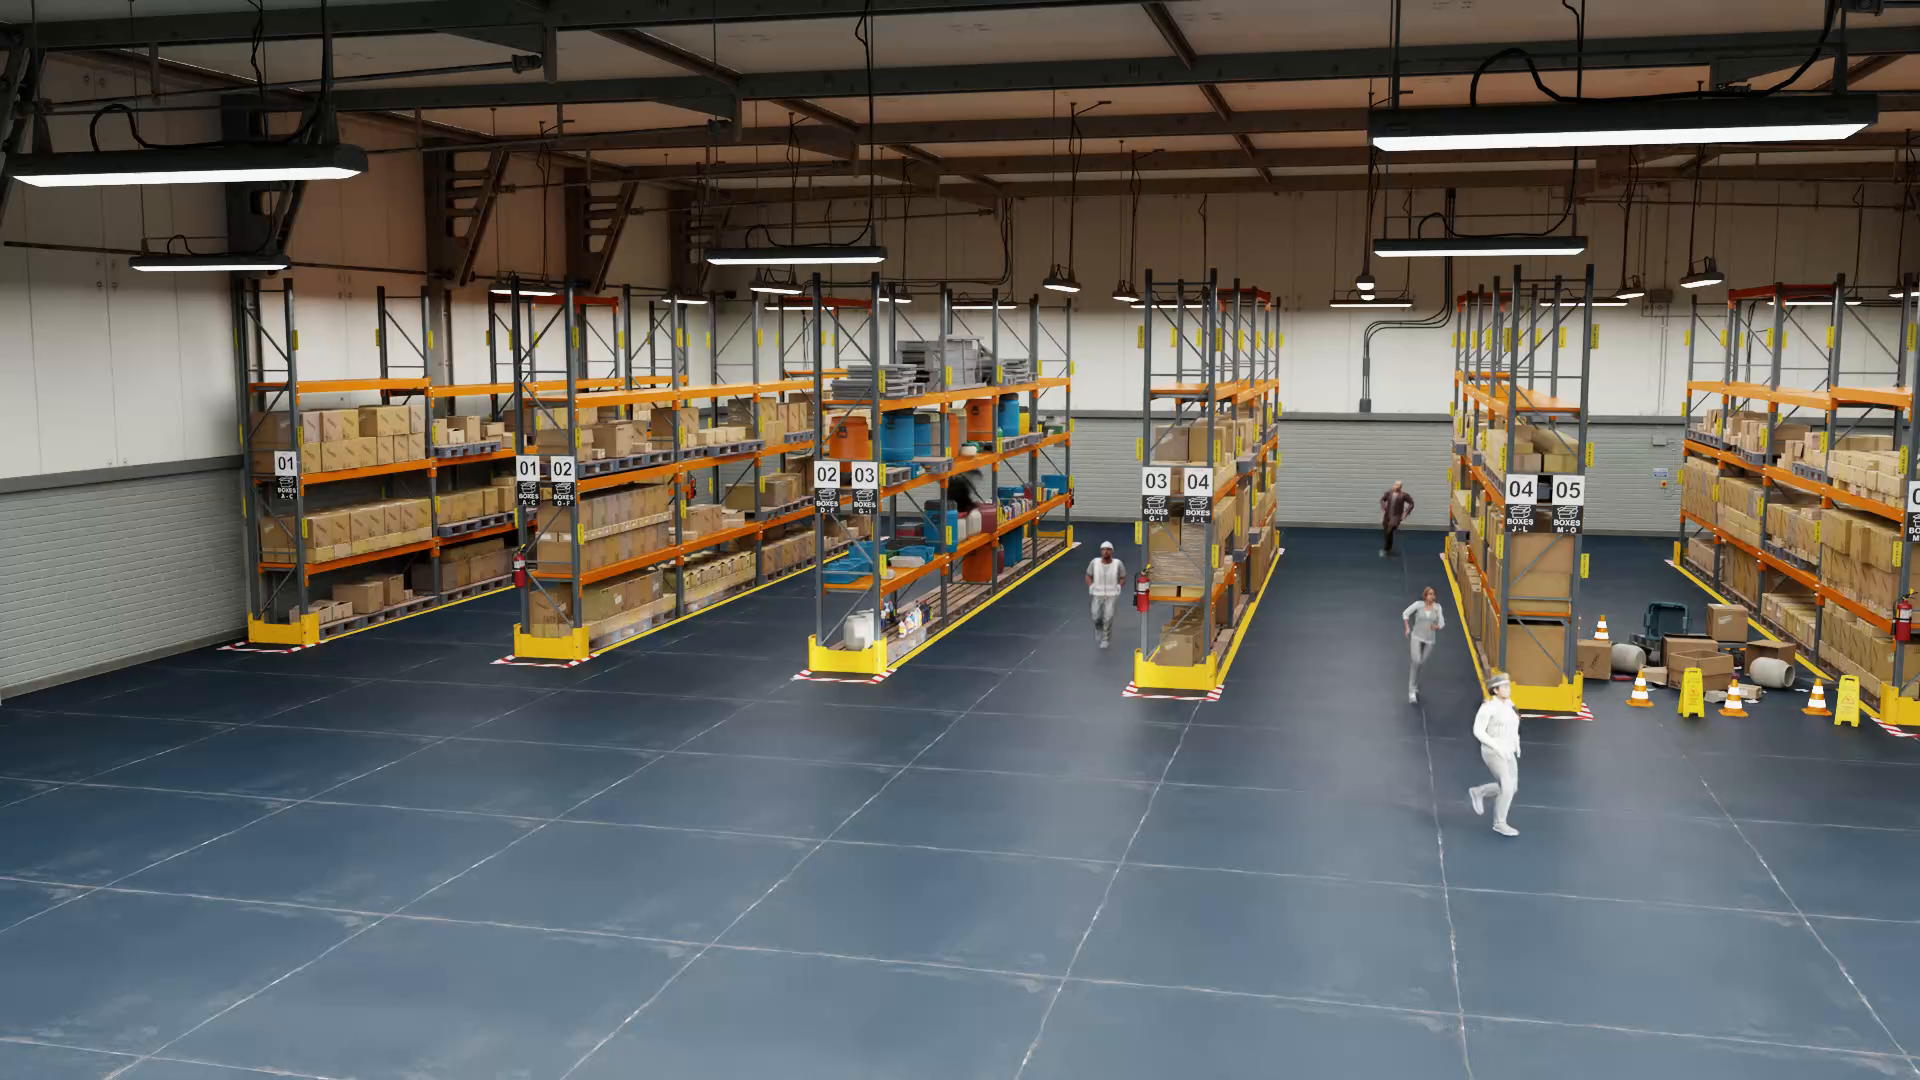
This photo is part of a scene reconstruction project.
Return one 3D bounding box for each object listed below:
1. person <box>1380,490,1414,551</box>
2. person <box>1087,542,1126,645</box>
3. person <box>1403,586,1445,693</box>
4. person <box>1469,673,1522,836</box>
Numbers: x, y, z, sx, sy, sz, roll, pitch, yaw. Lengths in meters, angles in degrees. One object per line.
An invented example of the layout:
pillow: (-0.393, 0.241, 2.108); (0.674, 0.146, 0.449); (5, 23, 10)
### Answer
person: (10.111, -0.471, 38.656); (0.783, 1.455, 0.668); (6, 9, 41)
person: (2.357, 0.866, 26.870); (0.645, 1.682, 0.493); (1, 7, 8)
person: (6.510, 1.375, 23.348); (0.534, 1.446, 0.699); (0, 7, 2)
person: (5.450, 2.153, 16.975); (0.642, 1.652, 0.623); (-6, 9, -39)
